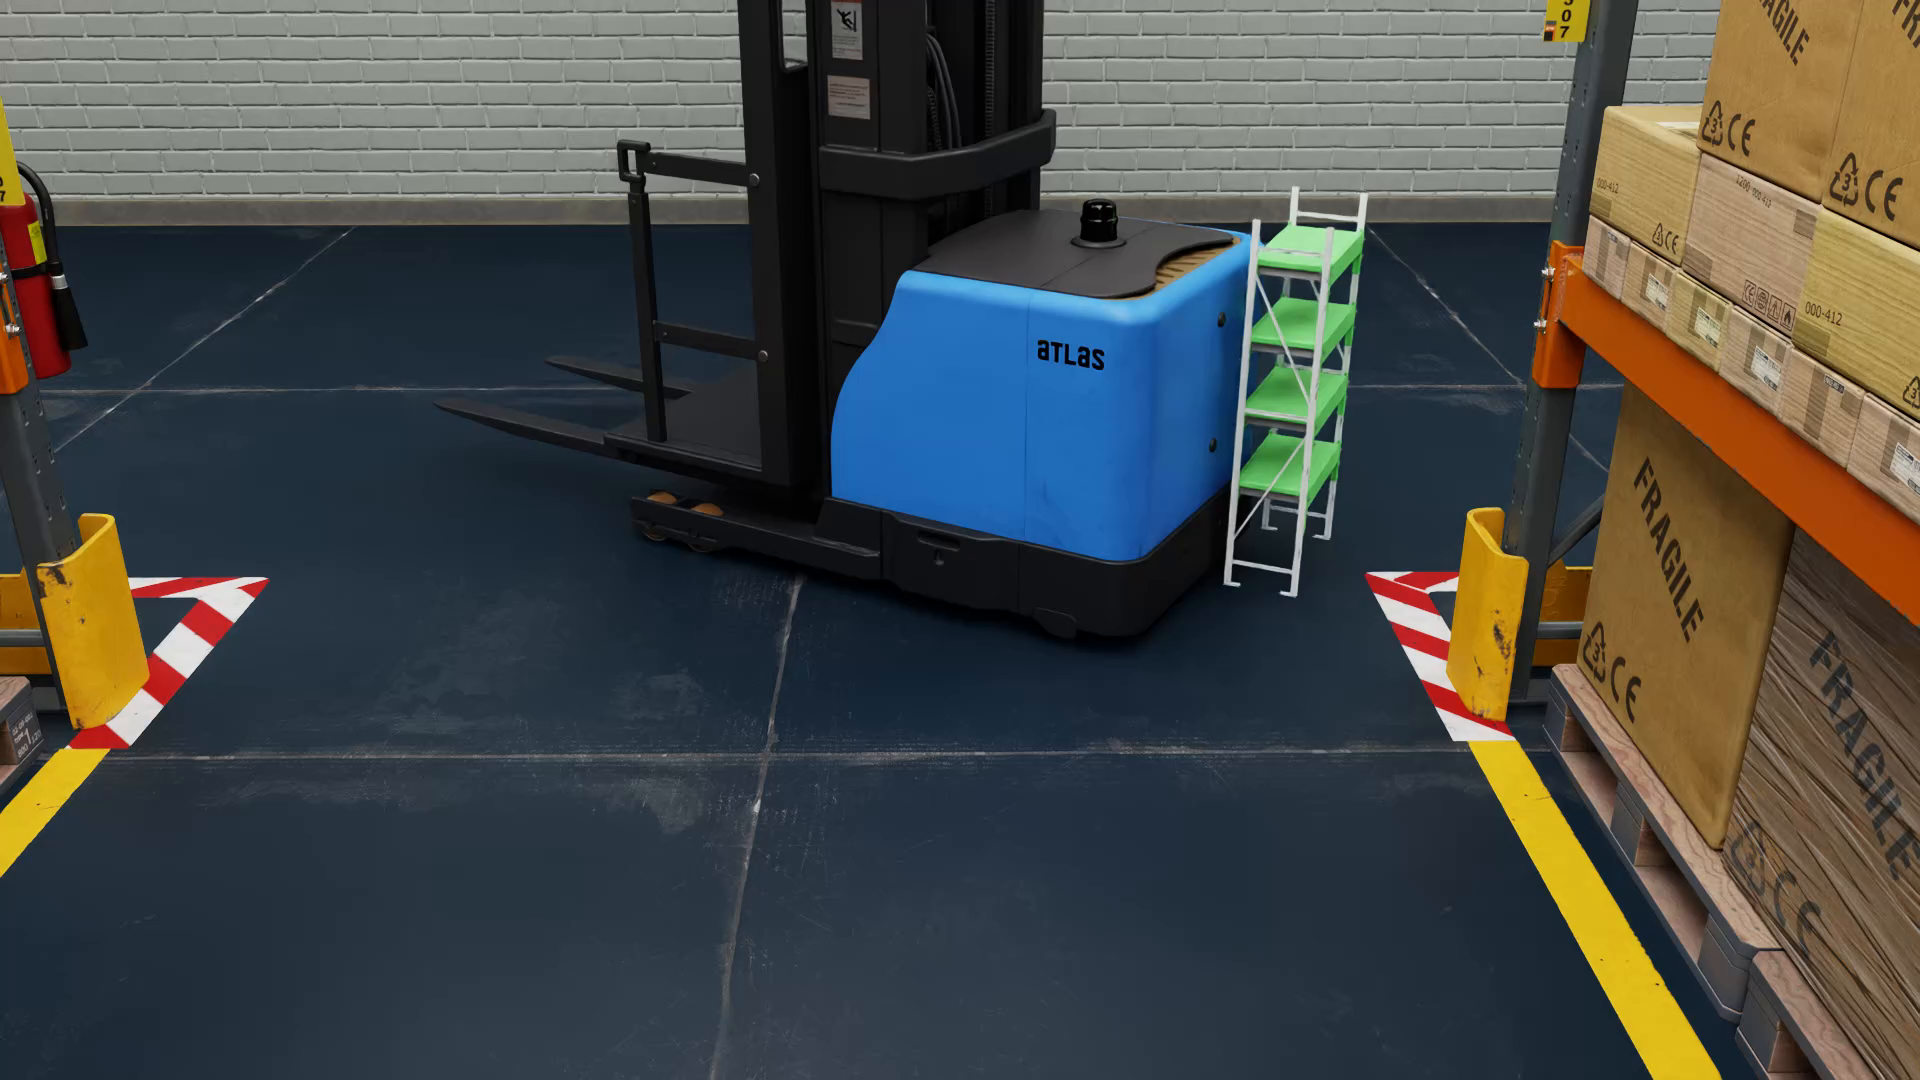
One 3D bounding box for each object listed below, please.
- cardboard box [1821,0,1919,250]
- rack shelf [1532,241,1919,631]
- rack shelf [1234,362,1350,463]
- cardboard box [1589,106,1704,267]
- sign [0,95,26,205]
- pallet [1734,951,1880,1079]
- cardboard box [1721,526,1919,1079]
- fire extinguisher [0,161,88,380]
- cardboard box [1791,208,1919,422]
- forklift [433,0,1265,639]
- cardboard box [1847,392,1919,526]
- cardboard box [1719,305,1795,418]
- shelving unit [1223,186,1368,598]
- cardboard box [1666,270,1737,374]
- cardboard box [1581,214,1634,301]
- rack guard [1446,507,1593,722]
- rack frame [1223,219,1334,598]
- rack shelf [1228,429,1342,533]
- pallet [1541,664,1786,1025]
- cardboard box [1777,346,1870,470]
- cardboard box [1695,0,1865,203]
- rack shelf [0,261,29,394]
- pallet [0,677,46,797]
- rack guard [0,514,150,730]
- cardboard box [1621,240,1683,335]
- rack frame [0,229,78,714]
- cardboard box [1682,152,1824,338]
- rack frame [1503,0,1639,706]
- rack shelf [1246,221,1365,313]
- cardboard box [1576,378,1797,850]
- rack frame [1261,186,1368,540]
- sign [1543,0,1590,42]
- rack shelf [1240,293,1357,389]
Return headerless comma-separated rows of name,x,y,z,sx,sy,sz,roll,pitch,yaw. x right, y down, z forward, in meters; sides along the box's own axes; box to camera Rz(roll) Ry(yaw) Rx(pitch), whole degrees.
cardboard box,1.768,-0.715,2.602,0.500,0.500,0.500,-1,24,-2
rack shelf,2.038,0.227,2.480,1.077,0.370,4.000,0,24,-1
rack shelf,1.075,-0.418,5.371,0.258,0.148,0.480,11,26,21
cardboard box,1.751,-0.793,3.684,0.500,0.250,0.500,-1,24,-2
sign,-2.387,-0.986,4.091,0.100,0.325,0.005,0,24,-1
pallet,2.113,1.177,2.892,1.003,0.211,1.213,0,24,-1
cardboard box,2.113,0.491,3.094,0.875,0.875,0.875,0,24,-1
fire extinguisher,-2.484,-0.761,4.340,0.296,0.674,0.183,0,24,-1
cardboard box,1.765,-0.371,2.752,0.500,0.250,0.500,-1,24,-2
forklift,-0.545,-1.465,5.432,3.031,2.935,1.130,13,28,27
cardboard box,1.706,-0.132,2.708,0.380,0.149,0.250,-1,24,-1
cardboard box,1.701,-0.344,3.174,0.380,0.149,0.250,-1,24,-1
shelving unit,1.076,-0.476,5.344,0.258,1.200,0.503,11,26,21
cardboard box,1.697,-0.451,3.412,0.380,0.149,0.250,-1,24,-2
cardboard box,1.690,-0.662,3.879,0.380,0.149,0.250,0,24,0
rack guard,2.015,0.205,4.691,1.175,0.500,0.348,0,24,-1
rack frame,0.977,-0.384,5.141,0.240,1.200,0.015,11,26,21
rack shelf,1.073,-0.200,5.470,0.258,0.148,0.480,11,26,21
pallet,2.103,0.675,4.001,1.003,0.211,1.213,0,24,-1
cardboard box,1.703,-0.239,2.943,0.380,0.149,0.250,-1,24,-2
cardboard box,1.756,-0.928,3.074,0.500,0.500,0.500,-1,24,-2
rack shelf,-2.915,0.250,2.431,1.077,0.370,4.000,0,24,-1
pallet,-2.967,0.708,3.928,1.003,0.211,1.213,0,24,-1
rack guard,-2.950,0.227,4.642,1.175,0.500,0.348,0,24,-1
cardboard box,1.694,-0.557,3.645,0.380,0.149,0.250,-1,24,-1
rack frame,-2.937,-0.902,4.105,1.000,3.000,0.127,0,24,-1
cardboard box,1.763,-0.578,3.210,0.500,0.250,0.500,-1,24,-1
rack frame,2.016,-0.924,4.154,1.000,3.000,0.127,0,24,-1
rack shelf,1.078,-0.855,5.171,0.258,0.148,0.480,11,26,21
cardboard box,2.103,0.116,3.923,0.875,0.875,0.875,0,24,-1
rack frame,1.174,-0.568,5.547,0.240,1.200,0.015,11,26,21
sign,1.461,-1.355,3.959,0.100,0.325,0.005,0,24,-1
rack shelf,1.077,-0.636,5.271,0.258,0.148,0.480,11,26,21
